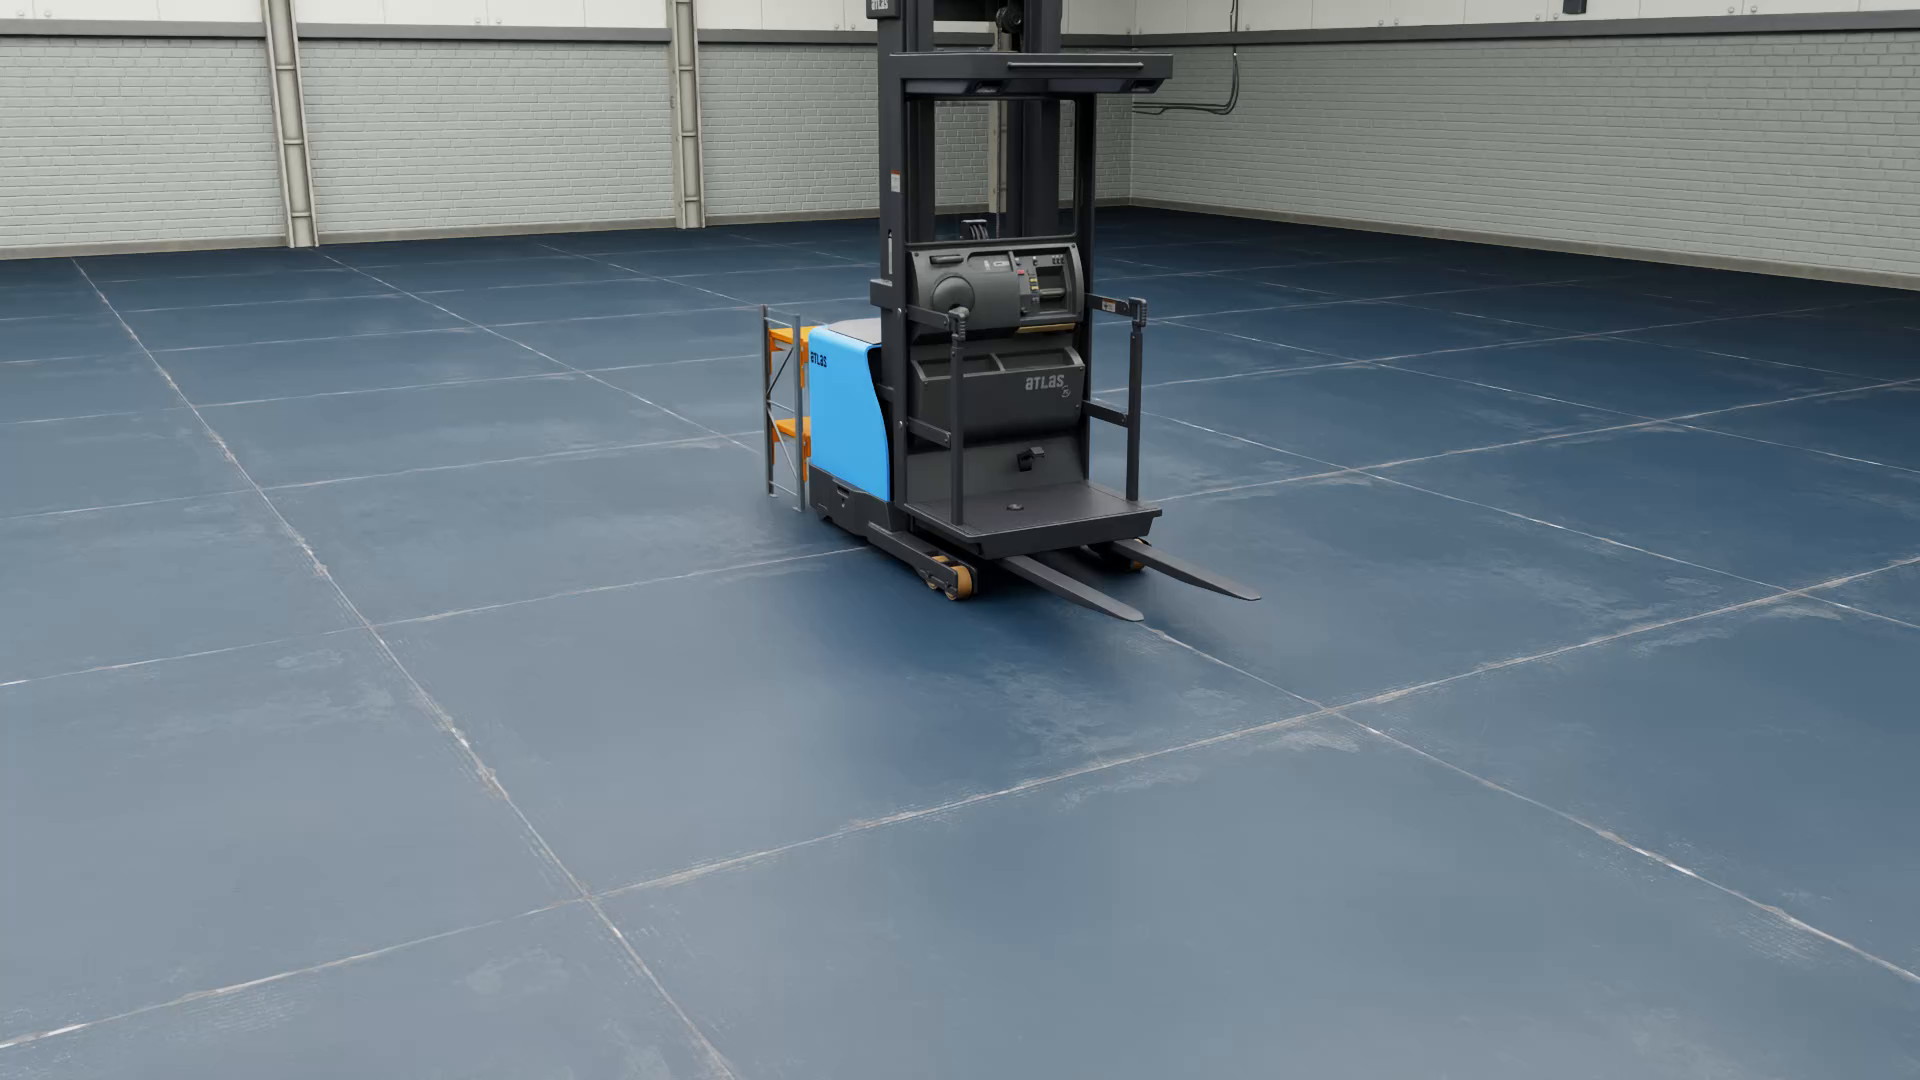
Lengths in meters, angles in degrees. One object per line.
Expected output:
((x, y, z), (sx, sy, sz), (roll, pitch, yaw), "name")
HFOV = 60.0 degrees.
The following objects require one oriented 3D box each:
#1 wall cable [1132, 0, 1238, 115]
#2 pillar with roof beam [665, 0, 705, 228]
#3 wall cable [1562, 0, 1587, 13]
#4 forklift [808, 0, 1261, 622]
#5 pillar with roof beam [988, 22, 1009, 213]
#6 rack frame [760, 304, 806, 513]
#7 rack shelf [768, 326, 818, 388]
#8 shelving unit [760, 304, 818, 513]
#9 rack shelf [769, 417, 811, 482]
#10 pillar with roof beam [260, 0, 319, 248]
((3.959, -8.874, 29.647), (0.112, 2.526, 3.097), (-9, 18, -30), "wall cable")
((-2.173, -8.435, 22.330), (0.400, 9.000, 9.100), (-9, 18, -30), "pillar with roof beam")
((8.835, -9.808, 20.926), (0.169, 6.003, 2.305), (-9, 18, -30), "wall cable")
((0.295, -1.263, 7.987), (1.130, 2.935, 3.031), (-8, 18, -27), "forklift")
((2.970, -9.269, 25.305), (0.400, 9.000, 9.100), (-9, 18, -30), "pillar with roof beam")
((-1.017, -0.758, 9.531), (0.032, 1.125, 0.500), (-9, 18, -28), "rack frame")
((-0.574, -1.108, 9.693), (1.000, 0.278, 0.538), (-9, 18, -28), "rack shelf")
((-0.574, -0.826, 9.772), (1.048, 1.125, 0.538), (-9, 18, -28), "shelving unit")
((-0.574, -0.590, 9.838), (1.000, 0.278, 0.538), (-9, 18, -28), "rack shelf")
((-7.316, -7.601, 19.355), (0.400, 9.000, 9.100), (-9, 18, -30), "pillar with roof beam")
